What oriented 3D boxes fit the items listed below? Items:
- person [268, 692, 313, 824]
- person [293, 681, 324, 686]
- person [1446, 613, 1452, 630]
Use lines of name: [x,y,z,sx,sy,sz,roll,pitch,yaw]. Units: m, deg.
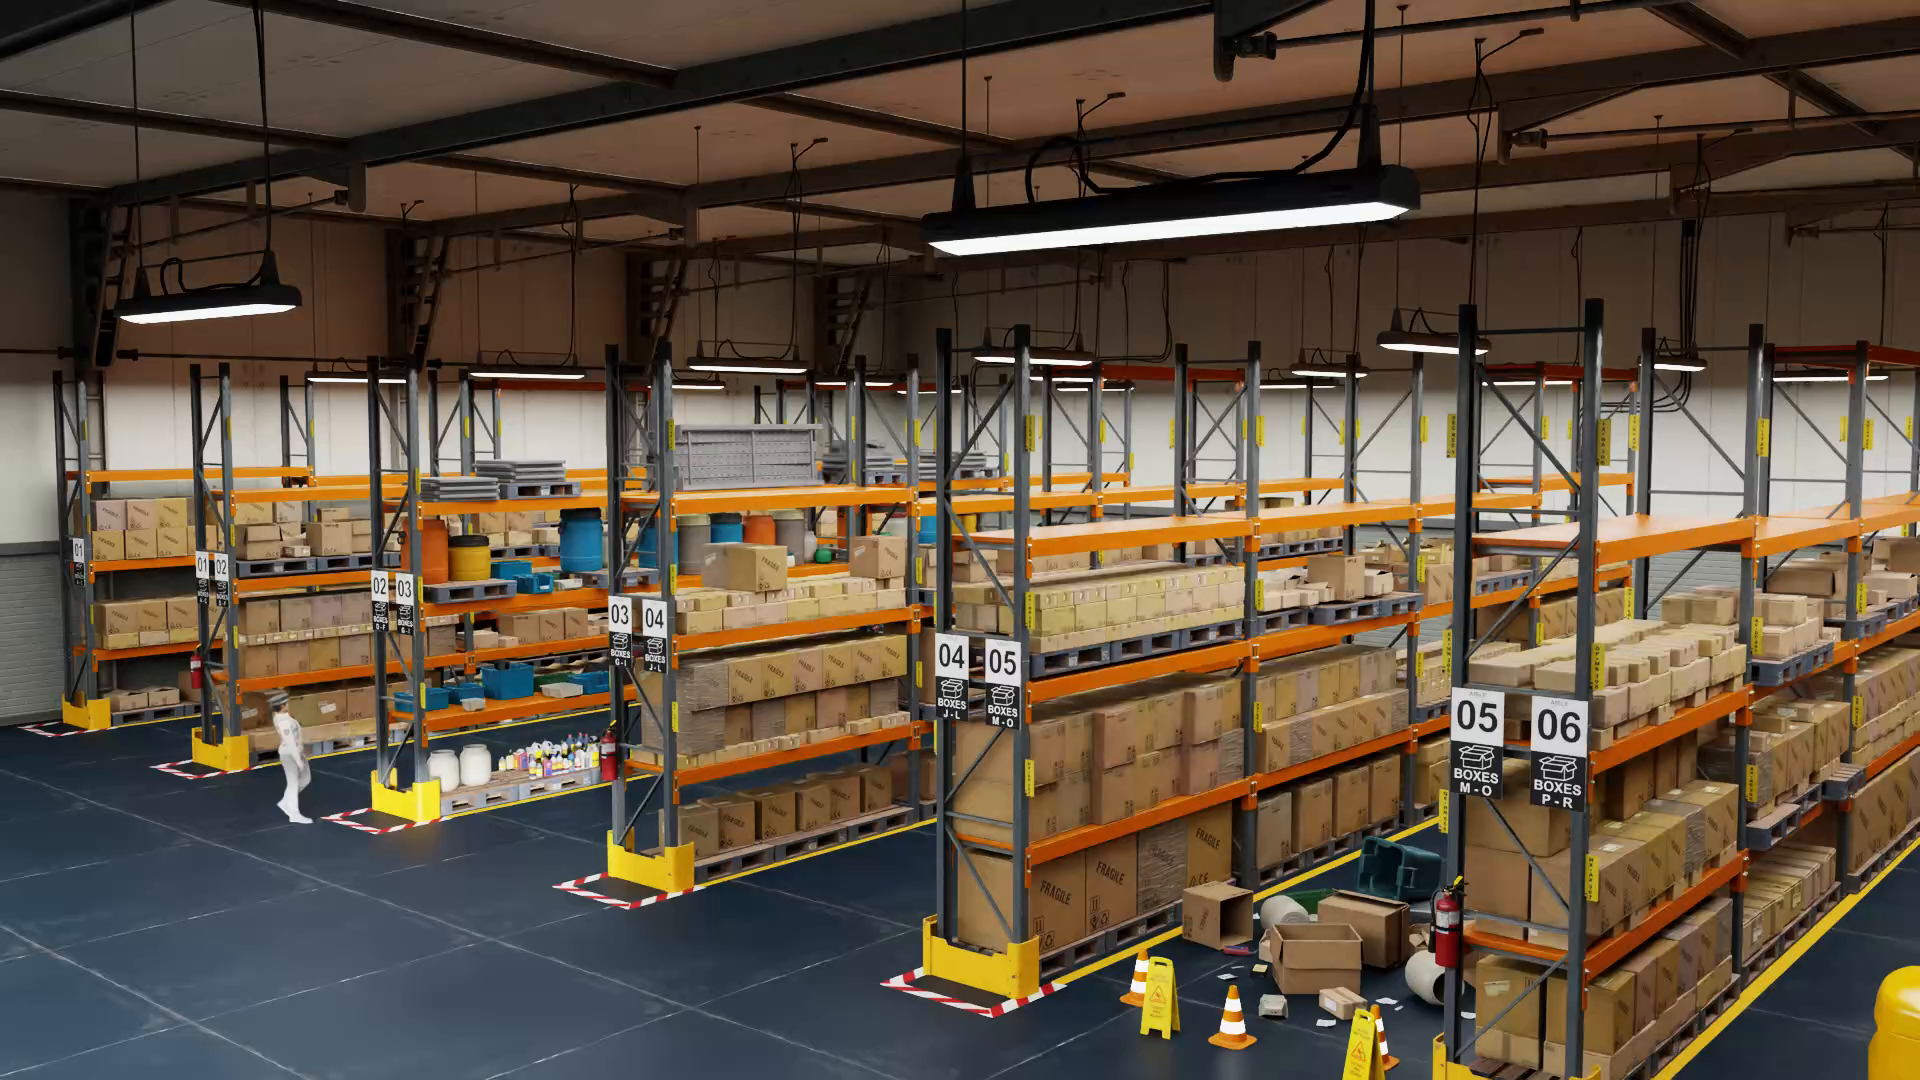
person: [-8.600,2.790,21.397,0.521,1.673,0.553,-1,4,-9]
person: [-10.858,2.289,27.597,0.600,1.809,0.403,-3,5,-35]
person: [8.804,2.134,29.674,0.553,1.719,1.120,3,5,40]
